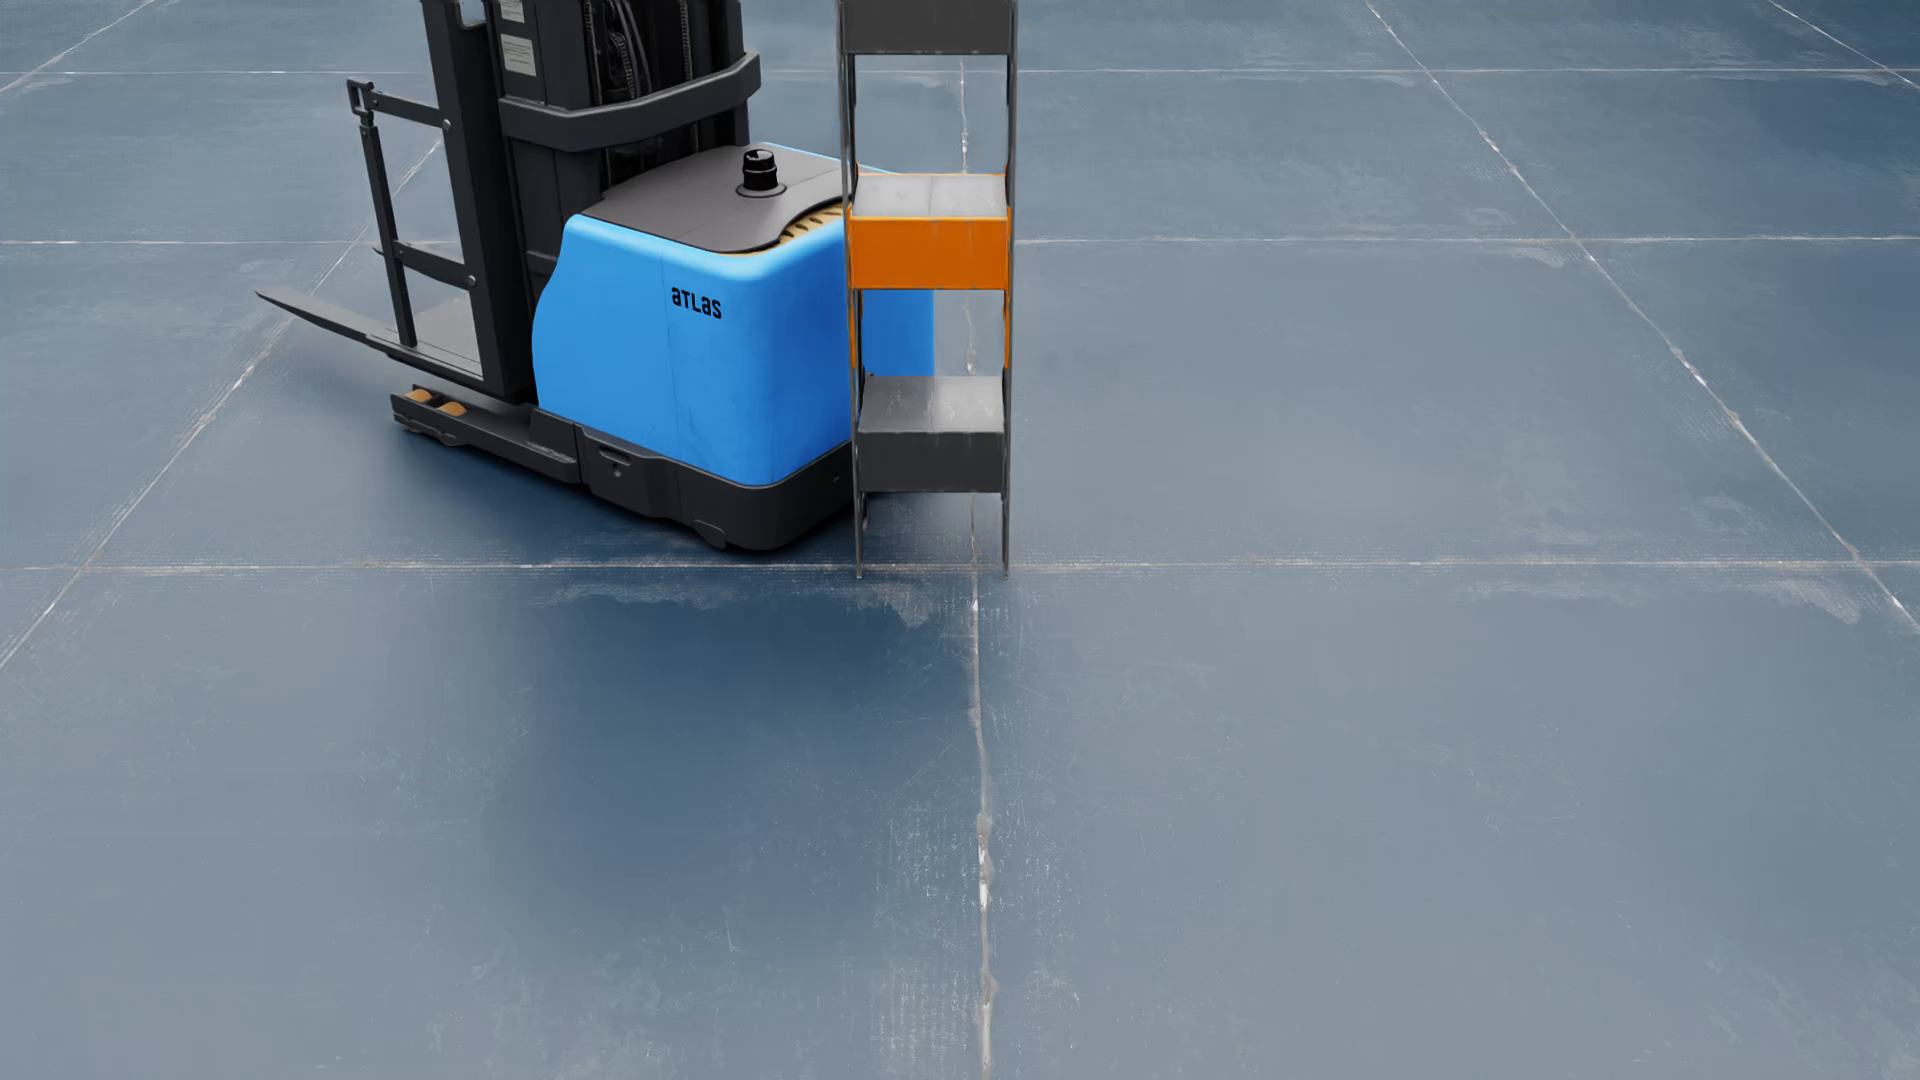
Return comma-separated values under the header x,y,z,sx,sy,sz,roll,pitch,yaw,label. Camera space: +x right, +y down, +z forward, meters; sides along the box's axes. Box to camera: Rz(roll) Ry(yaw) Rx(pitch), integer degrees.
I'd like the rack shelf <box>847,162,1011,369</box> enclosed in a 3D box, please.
x,y,z,sx,sy,sz,roll,pitch,yaw,label
-0.089,-0.855,5.161,0.480,0.518,0.431,0,31,0,rack shelf

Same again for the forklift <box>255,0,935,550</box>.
x,y,z,sx,sy,sz,roll,pitch,yaw,label
-1.574,-1.811,5.909,3.031,2.935,1.130,20,37,30,forklift

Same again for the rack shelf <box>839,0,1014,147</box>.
x,y,z,sx,sy,sz,roll,pitch,yaw,label
-0.089,-1.453,4.798,0.480,0.518,0.431,0,31,0,rack shelf

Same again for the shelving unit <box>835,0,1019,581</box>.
x,y,z,sx,sy,sz,roll,pitch,yaw,label
-0.089,-0.866,5.154,0.503,2.100,0.431,0,31,0,shelving unit

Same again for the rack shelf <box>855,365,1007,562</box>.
x,y,z,sx,sy,sz,roll,pitch,yaw,label
-0.089,-0.256,5.524,0.480,0.518,0.431,0,31,0,rack shelf

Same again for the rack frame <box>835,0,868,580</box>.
x,y,z,sx,sy,sz,roll,pitch,yaw,label
-0.333,-0.867,5.155,0.015,2.100,0.400,0,31,0,rack frame

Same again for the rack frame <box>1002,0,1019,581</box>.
x,y,z,sx,sy,sz,roll,pitch,yaw,label
0.155,-0.865,5.152,0.015,2.100,0.400,0,31,0,rack frame
